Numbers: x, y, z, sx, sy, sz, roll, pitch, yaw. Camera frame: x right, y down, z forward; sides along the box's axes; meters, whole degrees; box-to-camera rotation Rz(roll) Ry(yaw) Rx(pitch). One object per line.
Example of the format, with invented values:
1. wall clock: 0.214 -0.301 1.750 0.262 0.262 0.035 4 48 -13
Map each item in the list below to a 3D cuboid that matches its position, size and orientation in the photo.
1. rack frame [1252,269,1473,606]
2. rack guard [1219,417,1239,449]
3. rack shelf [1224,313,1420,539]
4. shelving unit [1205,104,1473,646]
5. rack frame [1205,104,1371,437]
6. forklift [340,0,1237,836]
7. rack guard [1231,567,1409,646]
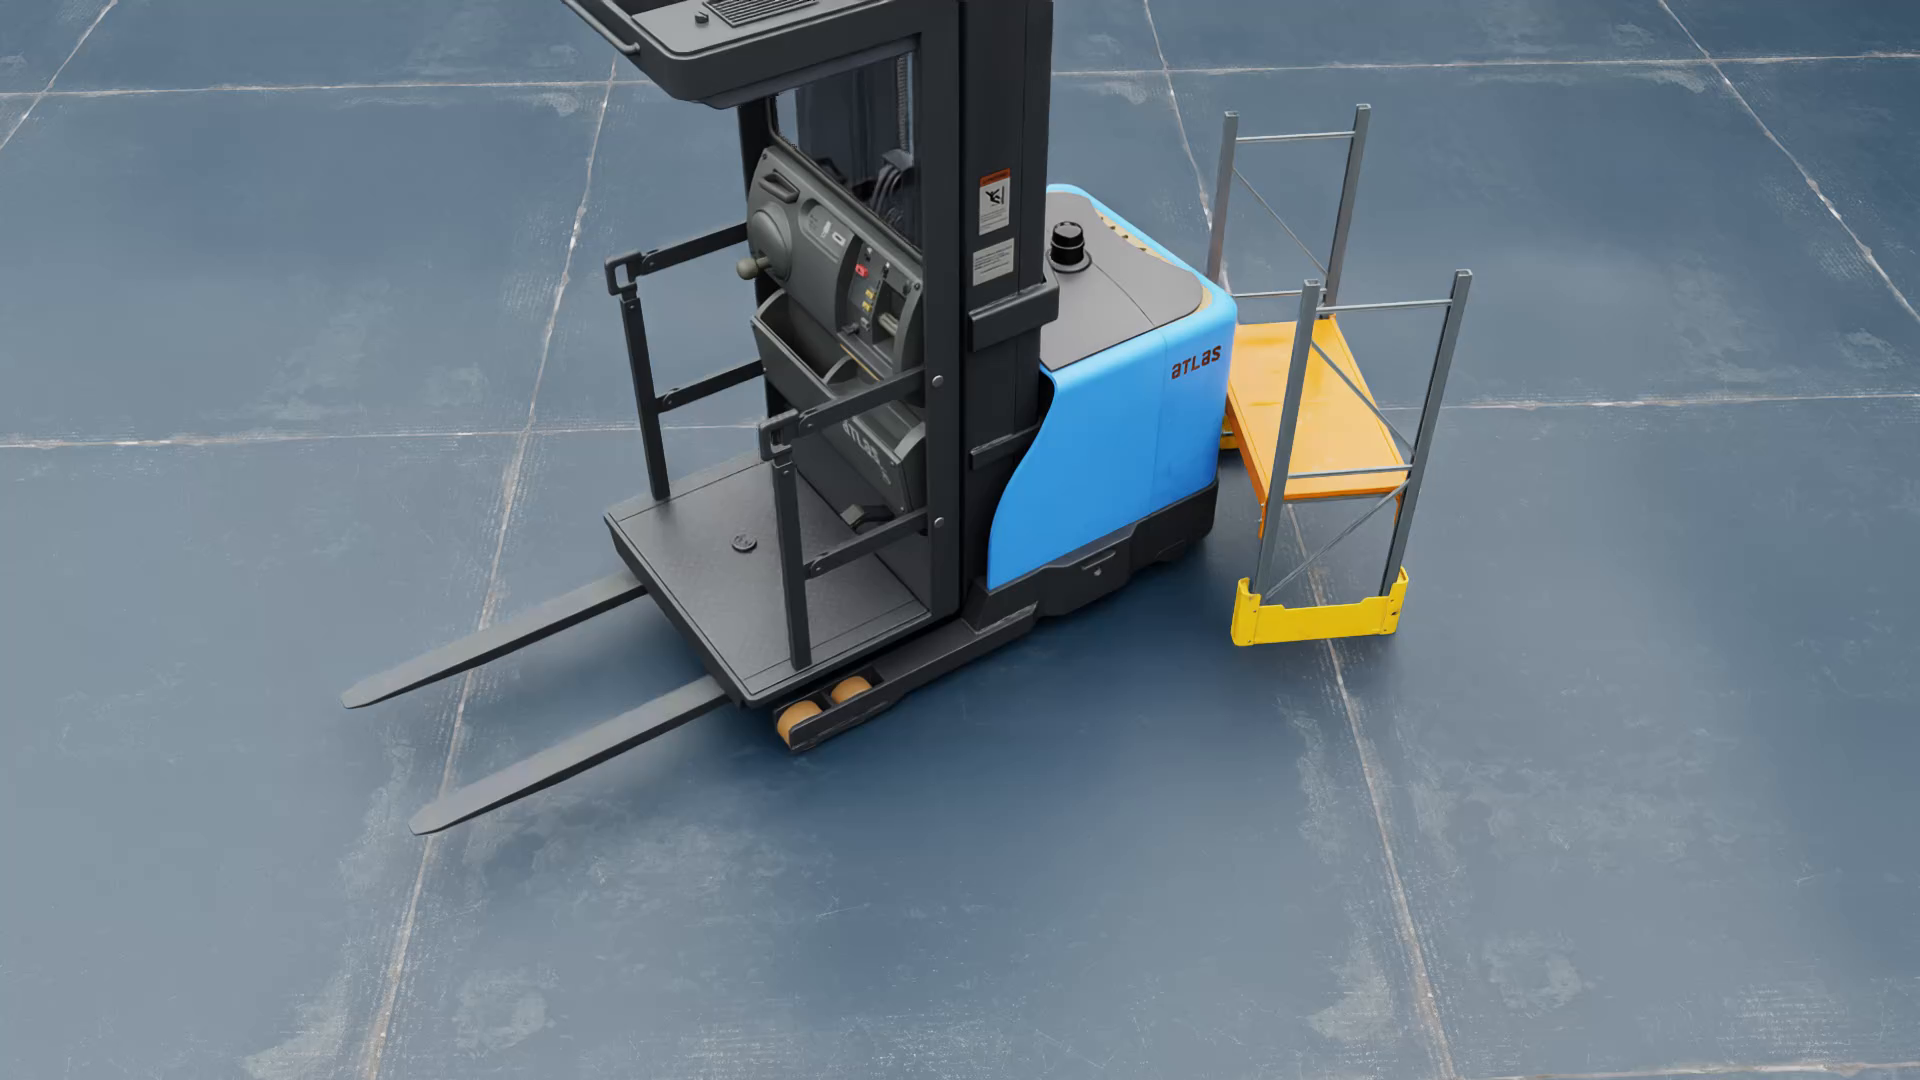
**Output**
1. rack frame: 1.255 -0.217 5.377 0.500 1.500 0.032 -4 43 -5
2. rack guard: 1.142 -0.438 6.543 0.587 0.250 0.087 -4 43 -5
3. rack shelf: 1.199 -0.426 5.870 0.538 0.185 1.000 -4 43 -5
4. shelving unit: 1.198 -0.564 5.756 0.587 1.500 1.083 -4 43 -5
5. rack frame: 1.142 -0.899 6.121 0.500 1.500 0.032 -4 43 -5
6. forklift: -0.562 -0.795 4.949 3.031 2.935 1.130 -25 48 -24
7. rack guard: 1.253 0.231 5.813 0.587 0.250 0.087 -4 43 -5
